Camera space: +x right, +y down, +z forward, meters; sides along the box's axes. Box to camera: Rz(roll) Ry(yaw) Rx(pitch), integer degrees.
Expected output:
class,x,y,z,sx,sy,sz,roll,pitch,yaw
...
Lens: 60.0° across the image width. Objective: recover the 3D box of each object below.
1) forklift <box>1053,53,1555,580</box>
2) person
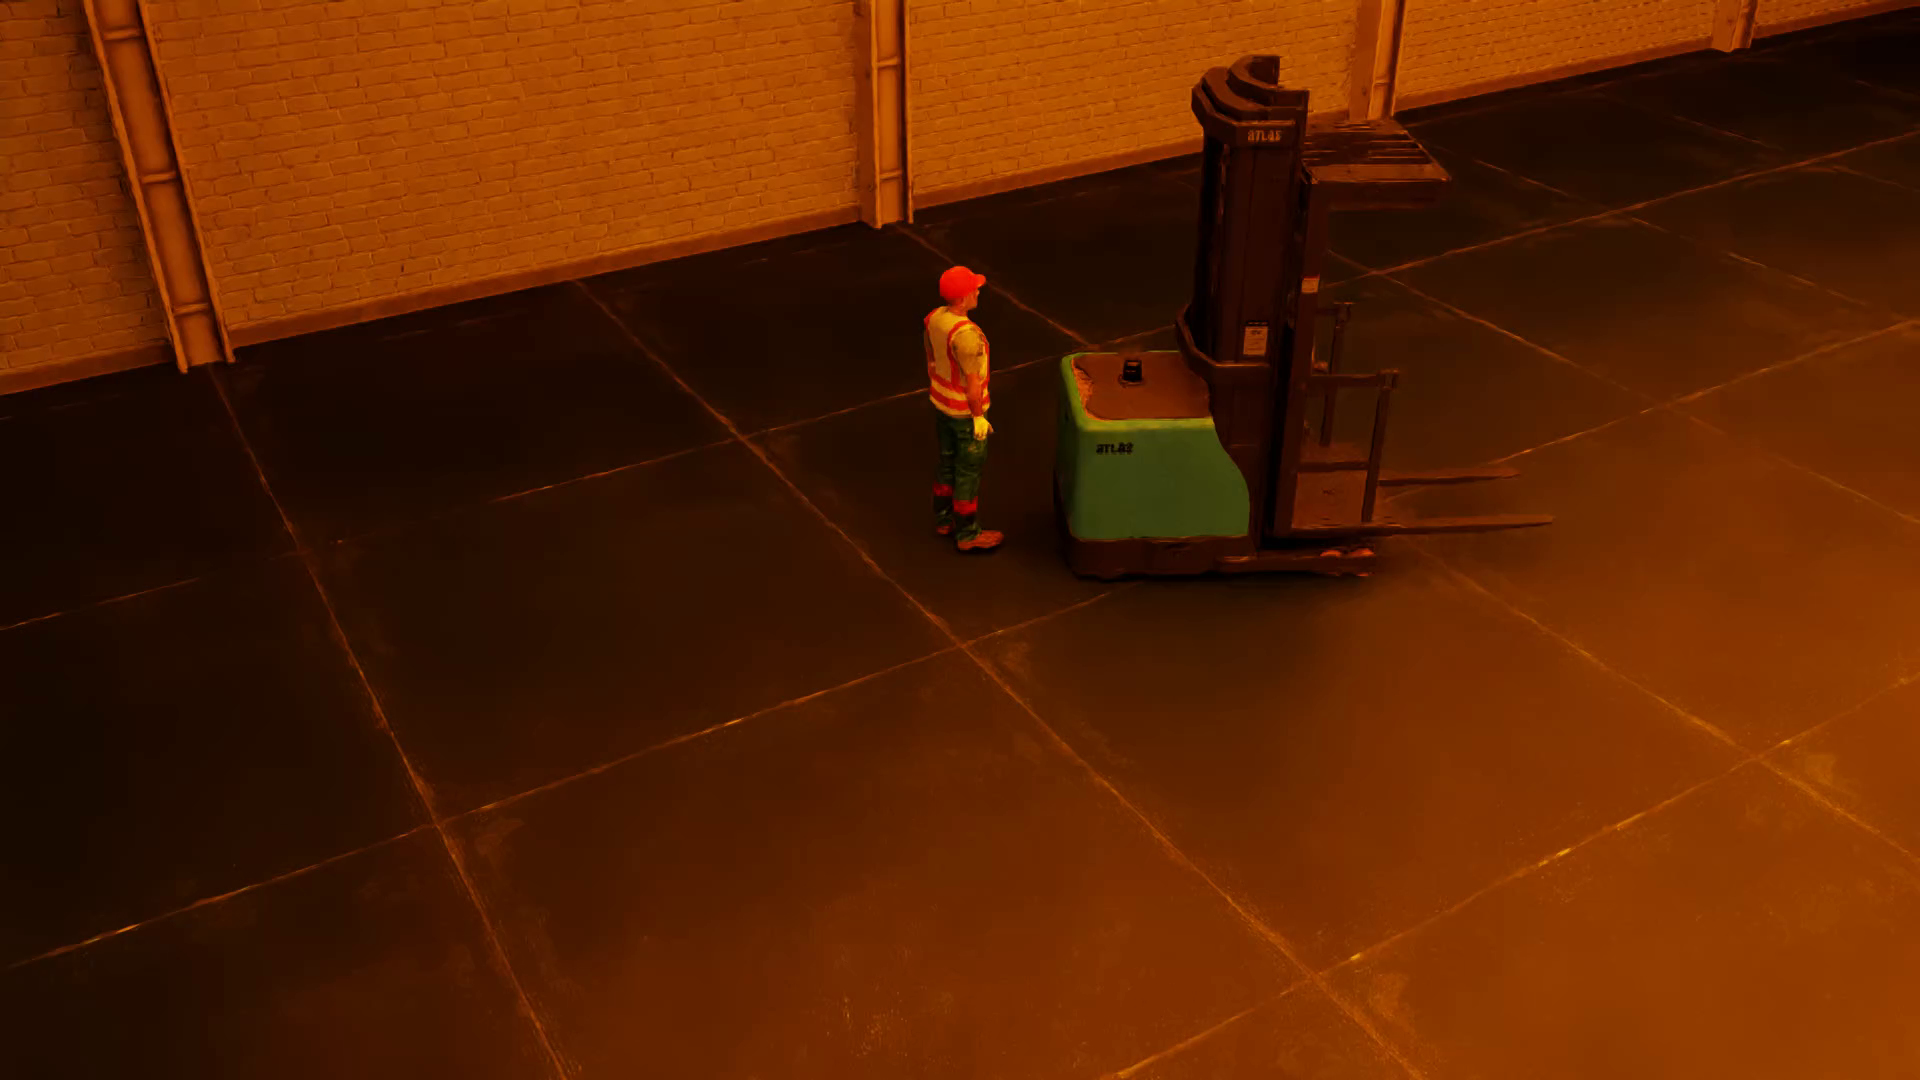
class,x,y,z,sx,sy,sz,roll,pitch,yaw
forklift,2.142,-1.303,9.823,3.031,2.935,1.130,-2,31,-3
person,0.017,-0.809,10.030,0.349,1.795,0.540,-17,35,-26
